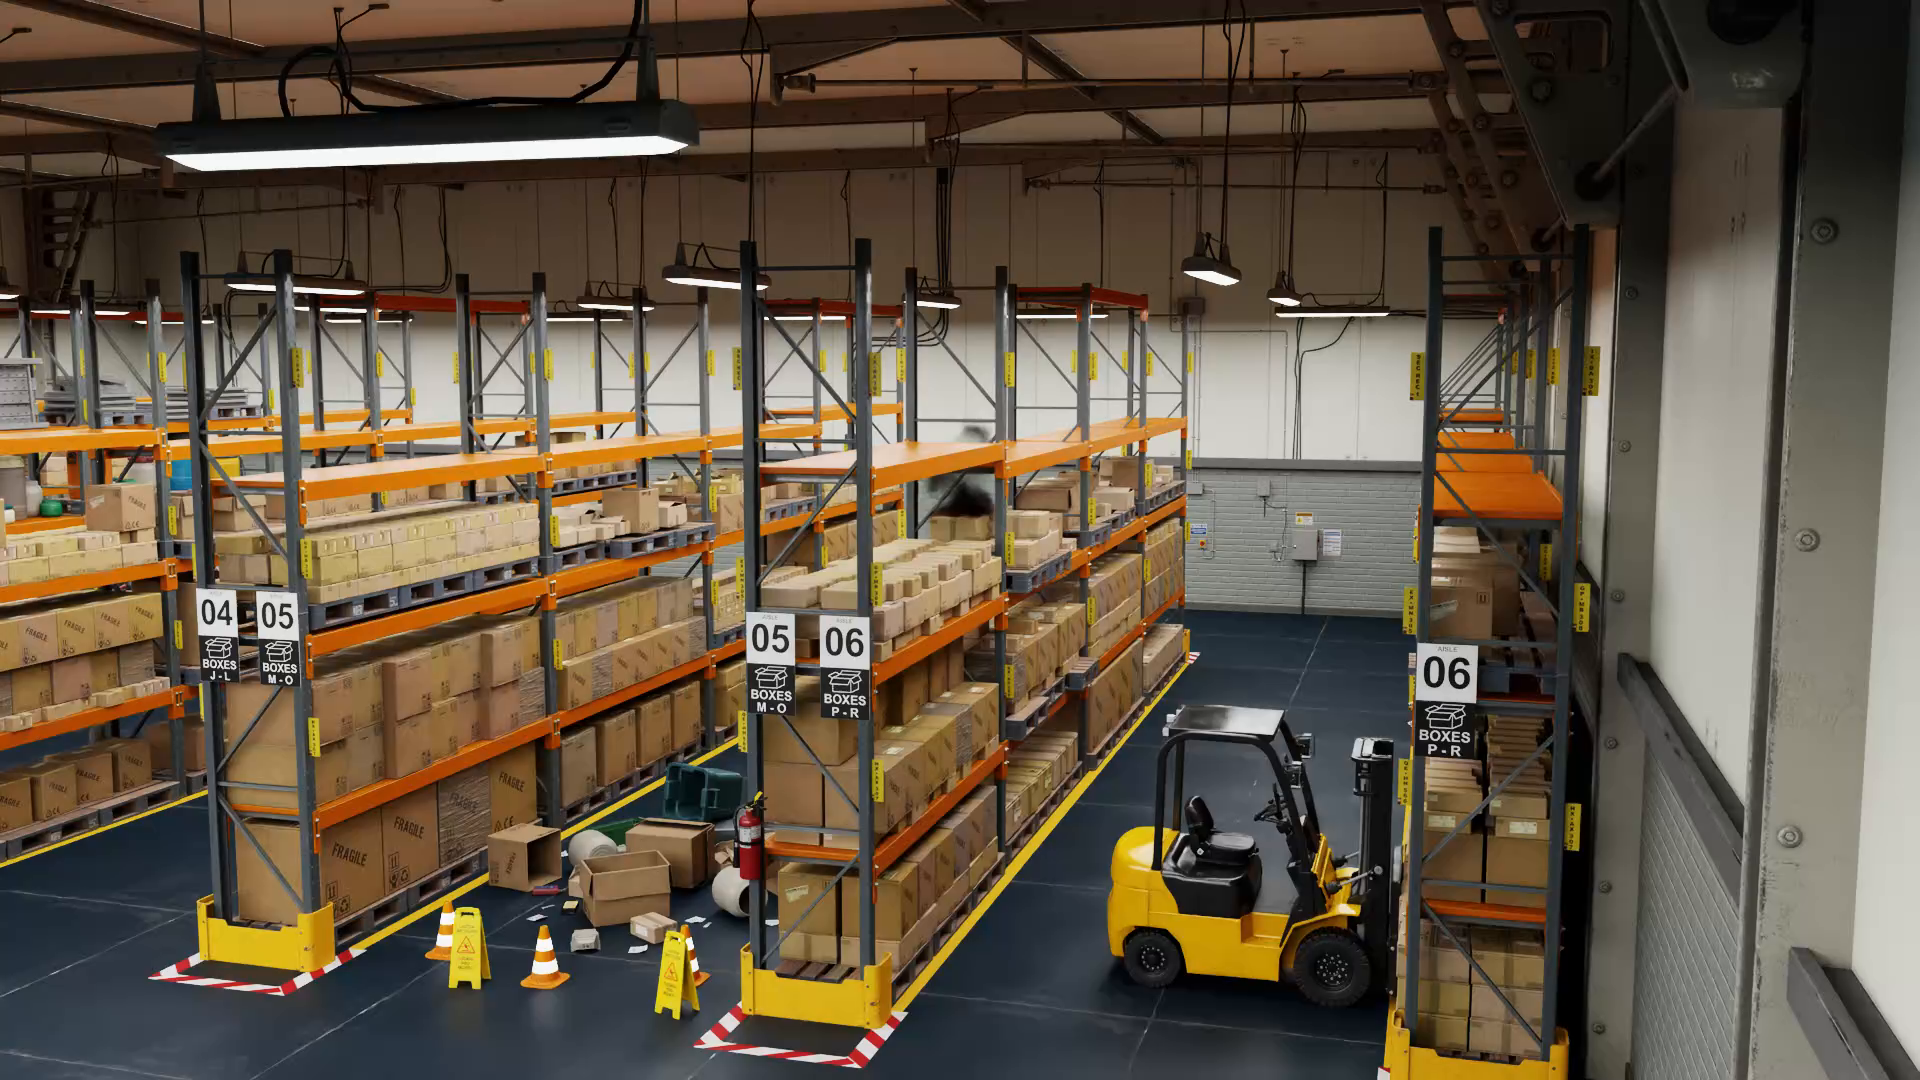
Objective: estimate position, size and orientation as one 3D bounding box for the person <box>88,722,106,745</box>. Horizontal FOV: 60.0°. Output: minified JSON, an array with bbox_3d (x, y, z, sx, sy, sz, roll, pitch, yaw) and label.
[{"bbox_3d":[-10.844,1.967,20.888,0.581,1.694,0.876,1,7,11],"label":"person"}]
